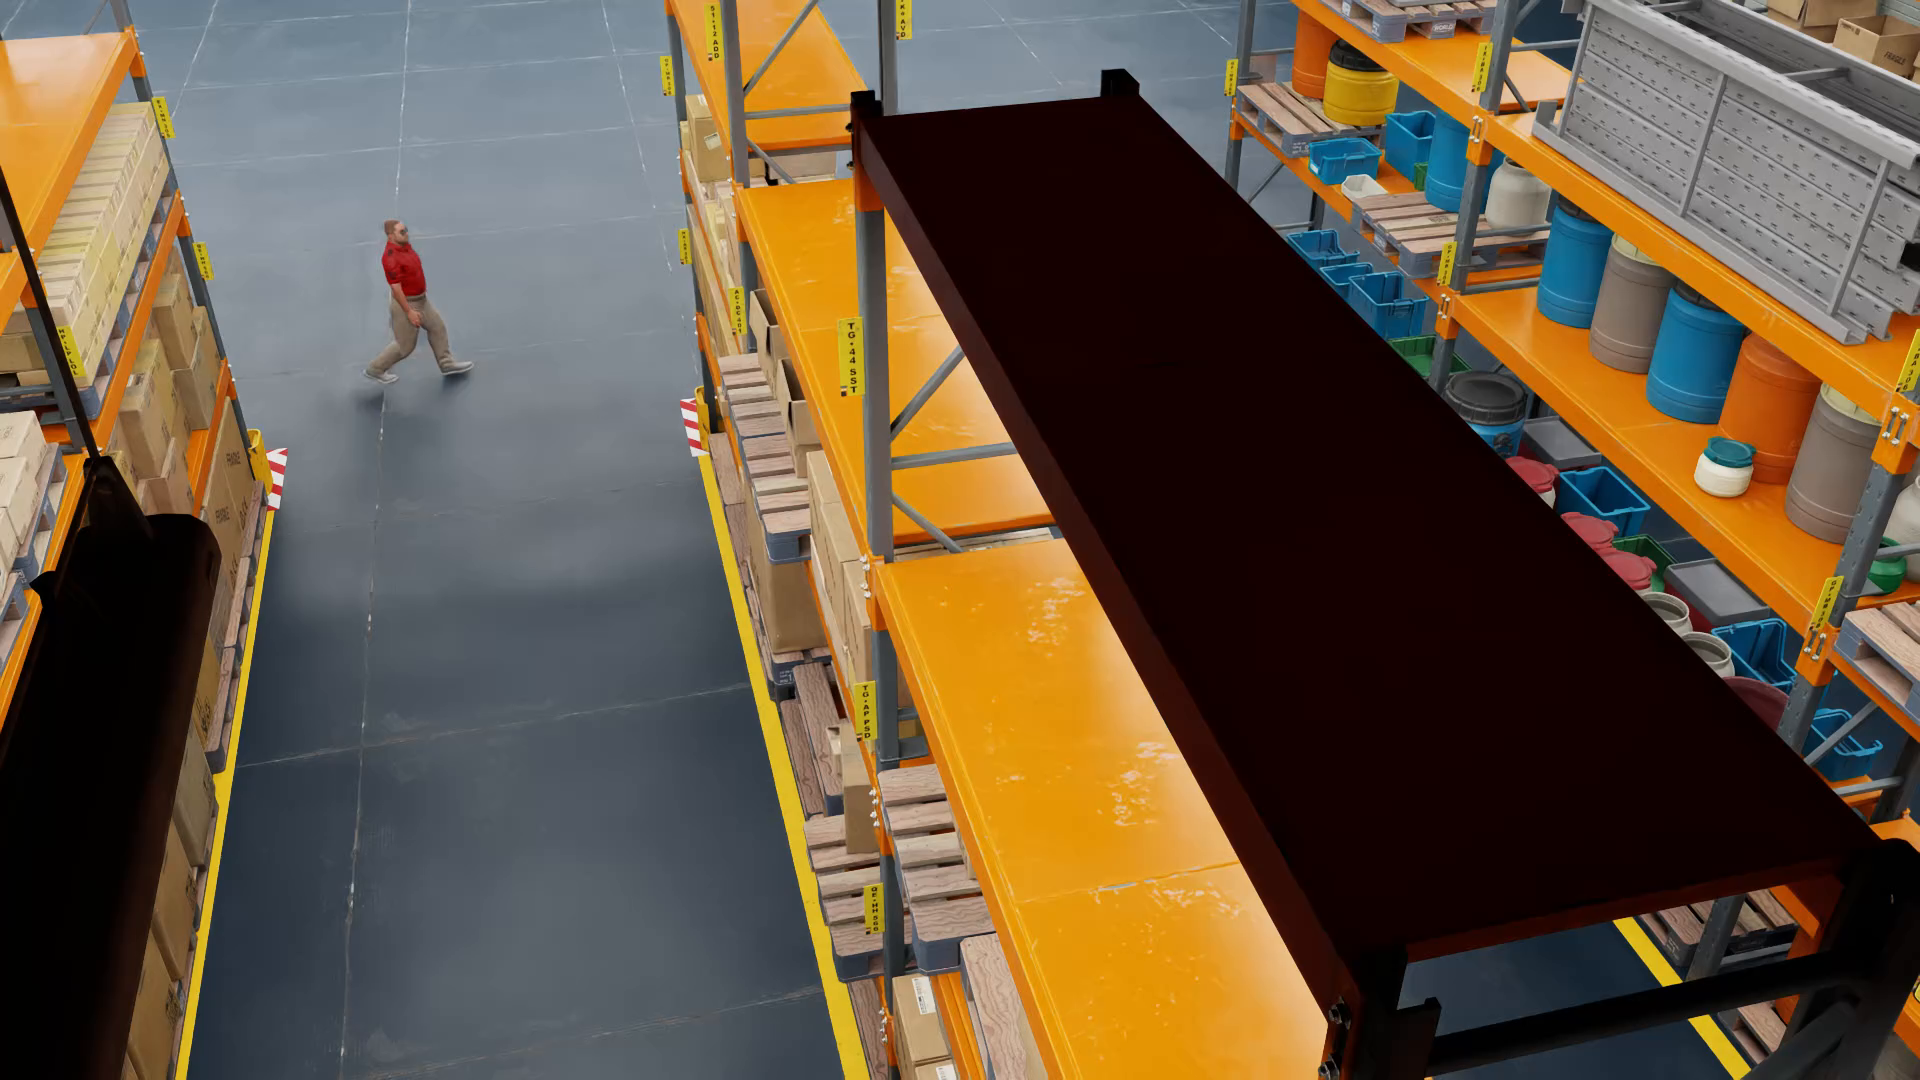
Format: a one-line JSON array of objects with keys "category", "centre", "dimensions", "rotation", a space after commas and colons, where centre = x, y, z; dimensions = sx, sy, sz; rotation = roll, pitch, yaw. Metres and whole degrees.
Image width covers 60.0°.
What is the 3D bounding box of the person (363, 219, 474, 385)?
[{"category": "person", "centre": [-5.301, -2.284, 15.920], "dimensions": [1.011, 1.682, 0.540], "rotation": [-7, 35, -10]}]
